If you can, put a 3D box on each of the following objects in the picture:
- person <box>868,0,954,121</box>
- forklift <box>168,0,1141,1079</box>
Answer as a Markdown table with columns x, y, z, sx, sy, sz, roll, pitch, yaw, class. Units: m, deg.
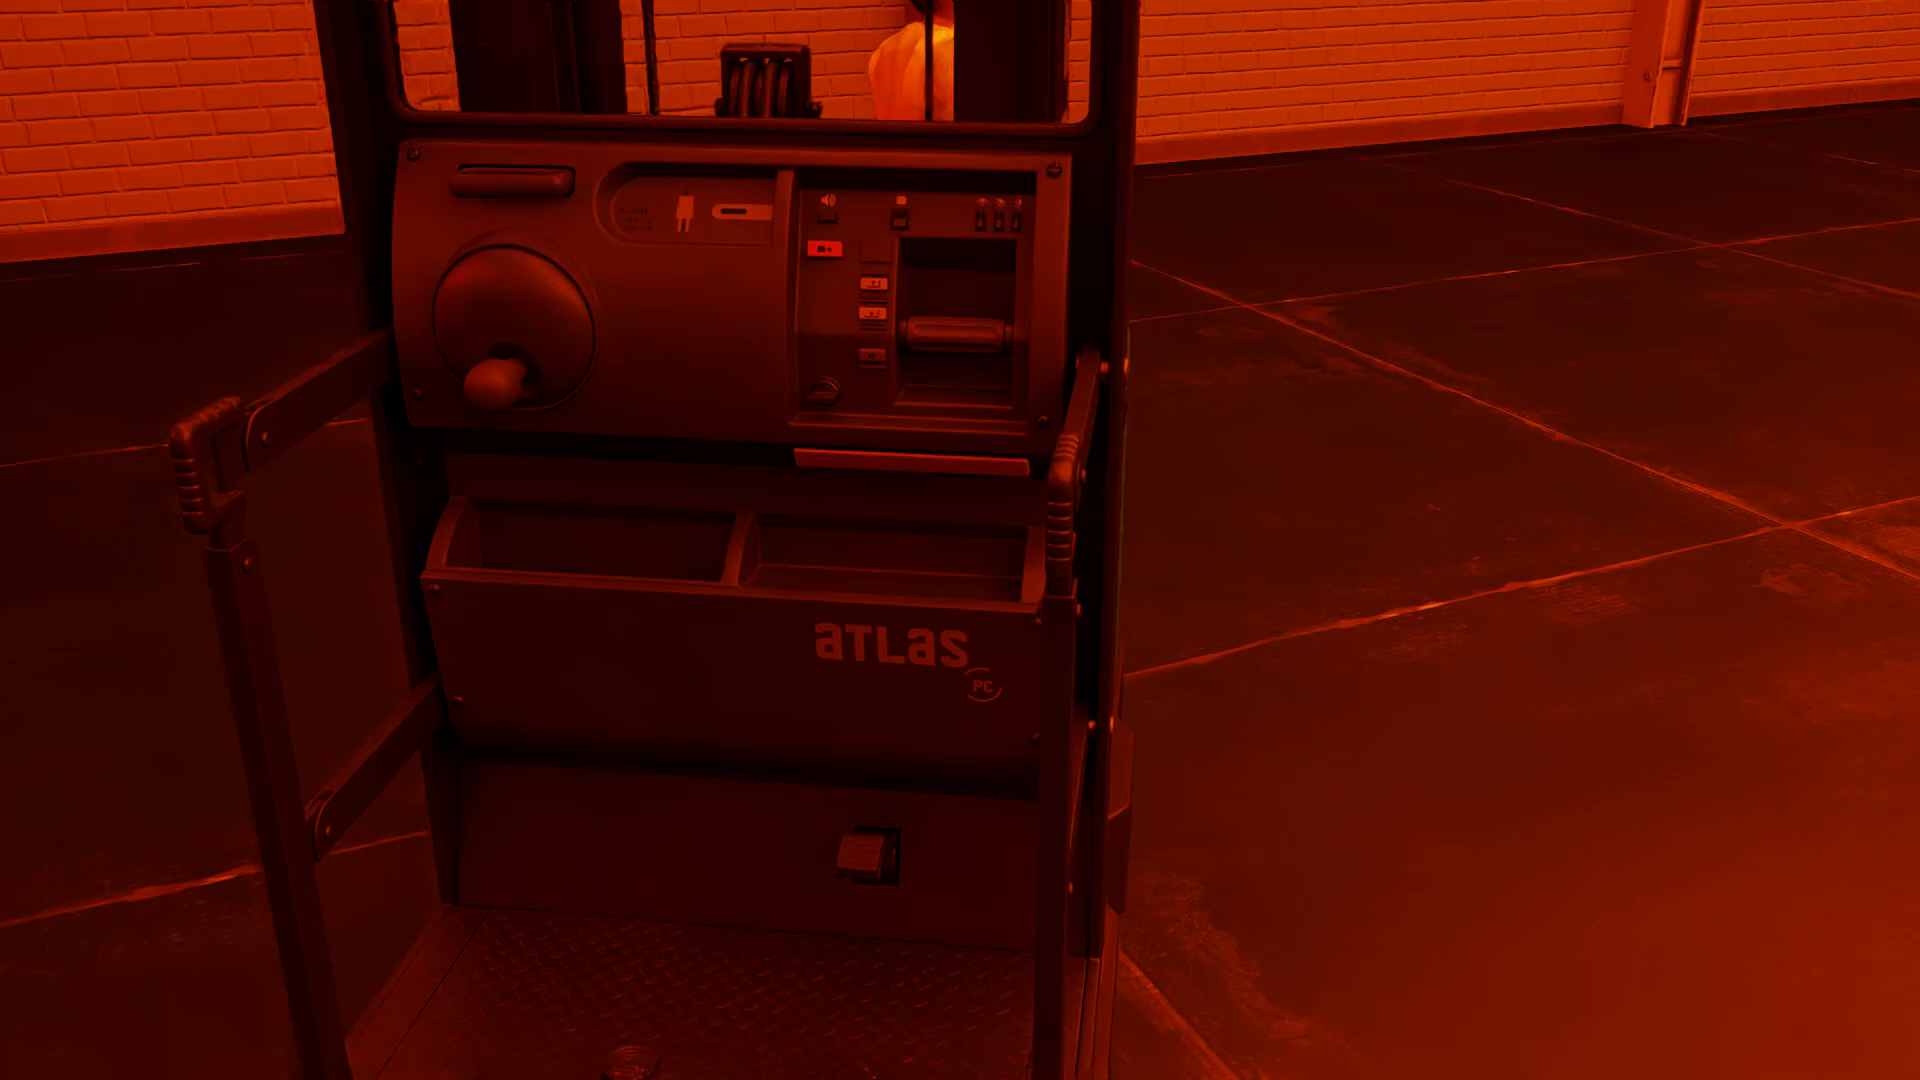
| x | y | z | sx | sy | sz | roll | pitch | yaw | class |
| --- | --- | --- | --- | --- | --- | --- | --- | --- | --- |
| 0.068 | -0.839 | 4.783 | 0.577 | 1.781 | 0.656 | -10 | 25 | -23 | person |
| -0.343 | -0.319 | 2.054 | 1.130 | 2.935 | 3.031 | 3 | 23 | 7 | forklift |
